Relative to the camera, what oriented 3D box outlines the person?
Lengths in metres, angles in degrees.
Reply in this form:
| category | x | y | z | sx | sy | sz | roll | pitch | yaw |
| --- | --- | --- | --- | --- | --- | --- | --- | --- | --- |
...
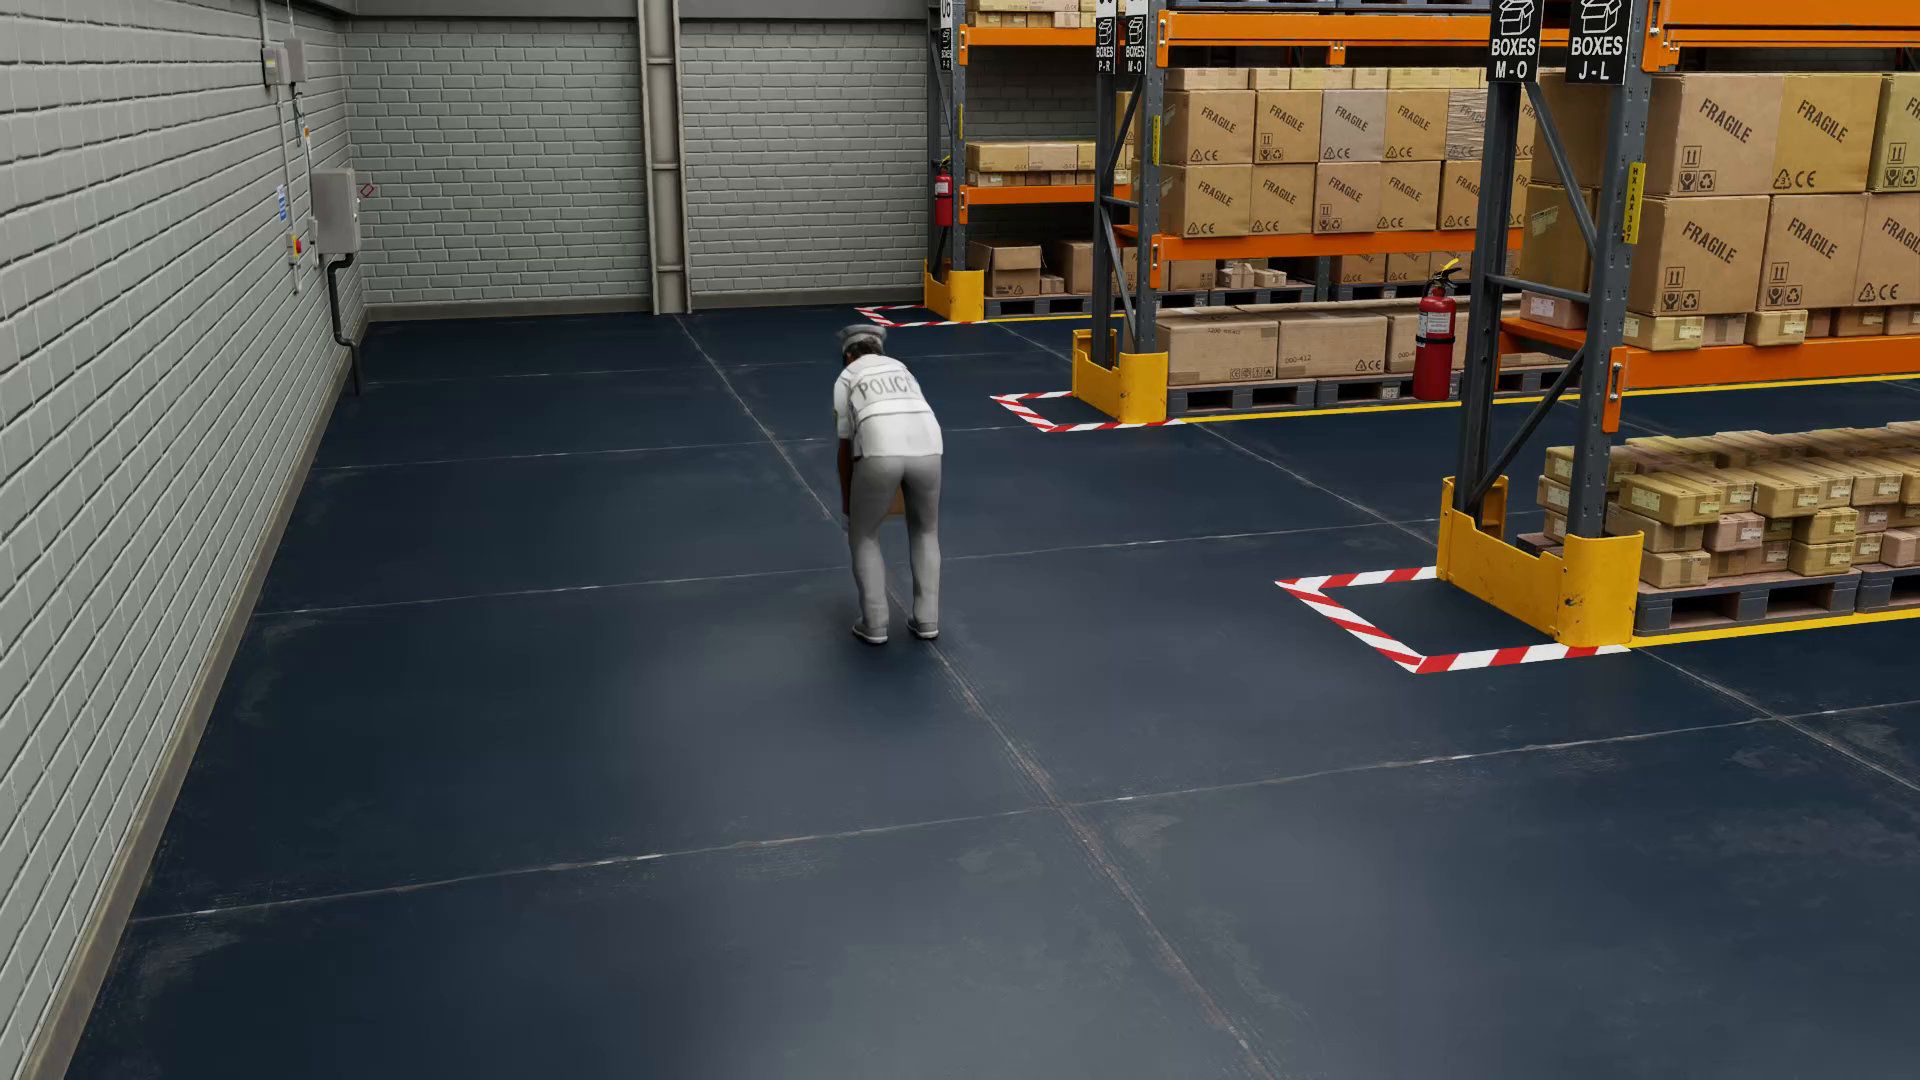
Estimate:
| category | x | y | z | sx | sy | sz | roll | pitch | yaw |
| --- | --- | --- | --- | --- | --- | --- | --- | --- | --- |
| person | -0.352 | -0.272 | 7.553 | 0.414 | 1.350 | 0.873 | -5 | 17 | -17 |
